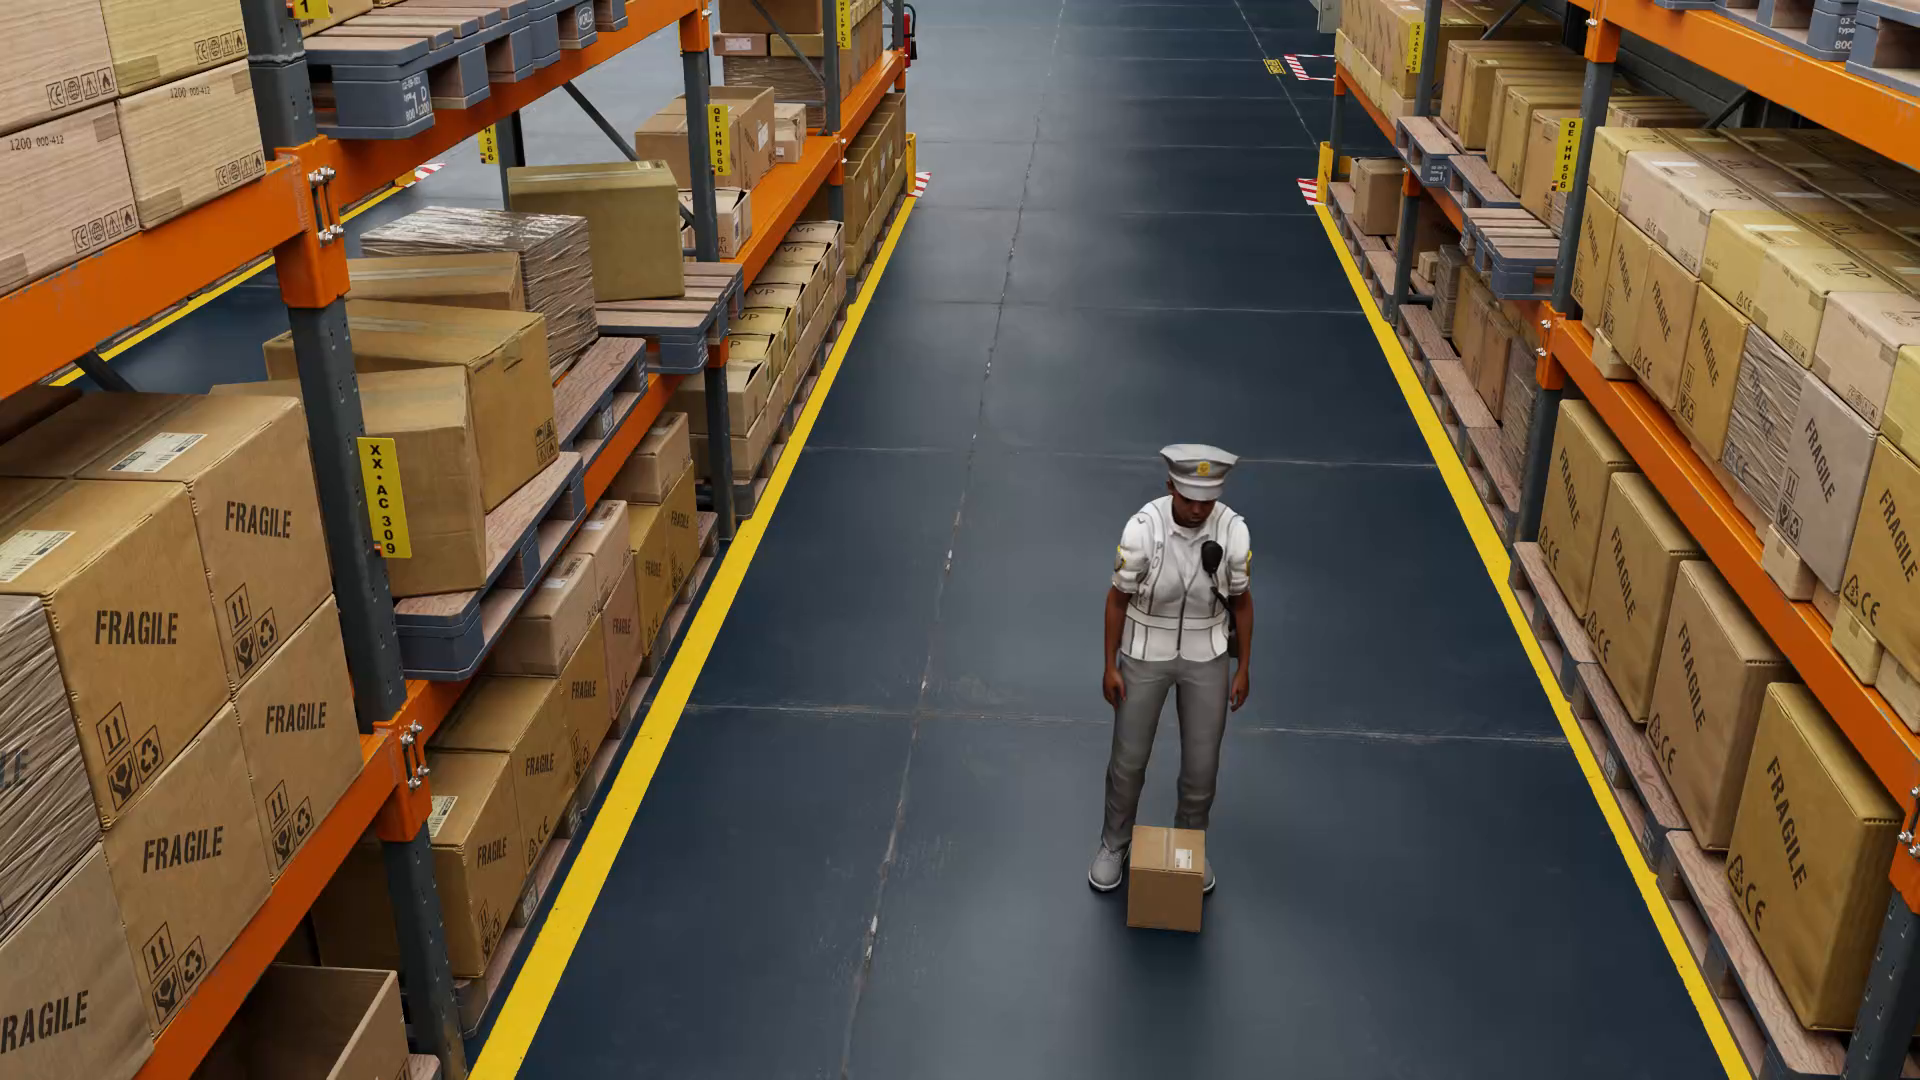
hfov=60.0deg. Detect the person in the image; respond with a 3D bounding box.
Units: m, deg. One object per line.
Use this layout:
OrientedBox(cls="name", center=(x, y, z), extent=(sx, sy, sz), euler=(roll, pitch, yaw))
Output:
OrientedBox(cls="person", center=(0.725, 0.430, 5.665), extent=(0.527, 1.662, 0.393), euler=(1, 25, 2))
